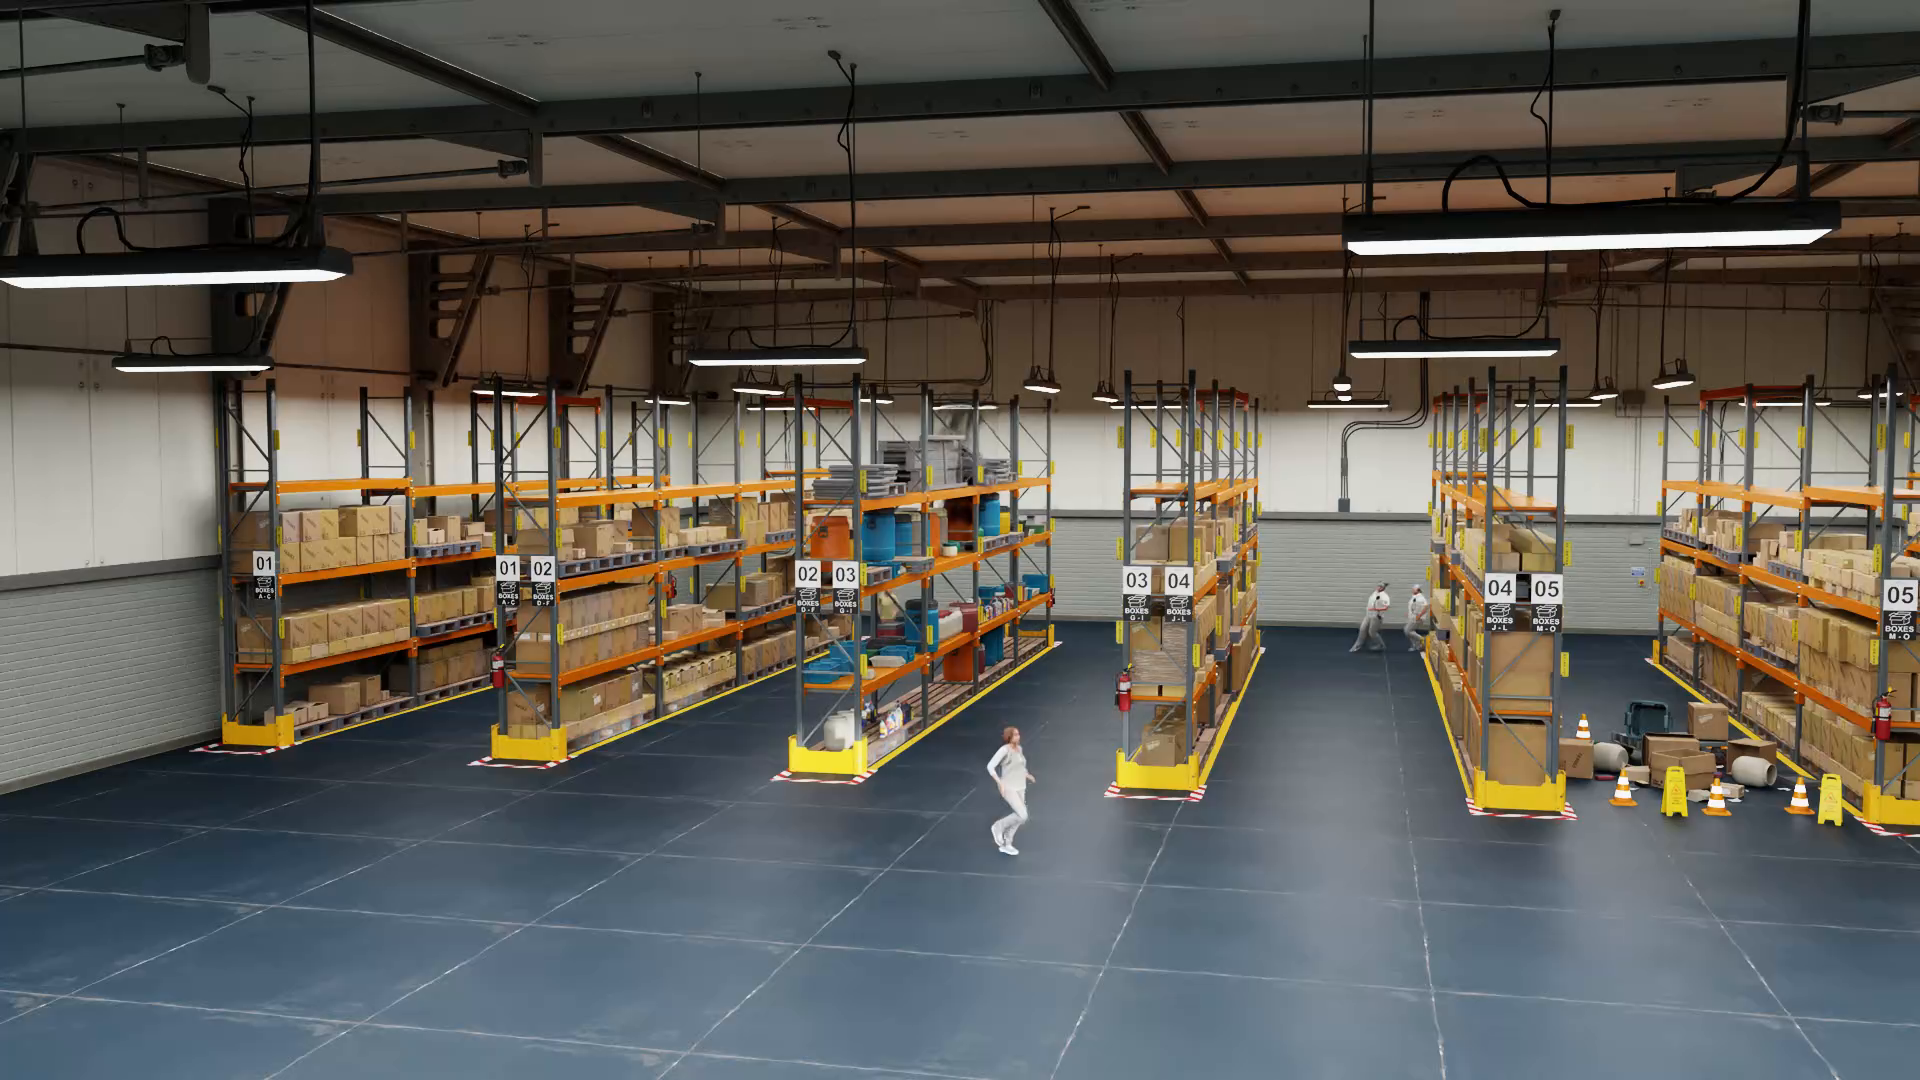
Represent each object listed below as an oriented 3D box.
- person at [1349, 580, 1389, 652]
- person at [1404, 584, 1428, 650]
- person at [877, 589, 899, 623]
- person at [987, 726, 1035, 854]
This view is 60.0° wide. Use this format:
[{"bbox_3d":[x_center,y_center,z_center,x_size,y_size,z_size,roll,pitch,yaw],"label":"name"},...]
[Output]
[{"bbox_3d":[9.677,1.795,39.095,0.803,1.729,0.783,-1,4,-16],"label":"person"},{"bbox_3d":[10.775,1.849,39.396,0.512,1.617,0.664,0,3,-2],"label":"person"},{"bbox_3d":[-1.706,1.861,38.969,0.584,1.639,0.718,0,3,0],"label":"person"},{"bbox_3d":[0.654,3.021,20.045,0.534,1.558,0.529,3,4,36],"label":"person"}]
